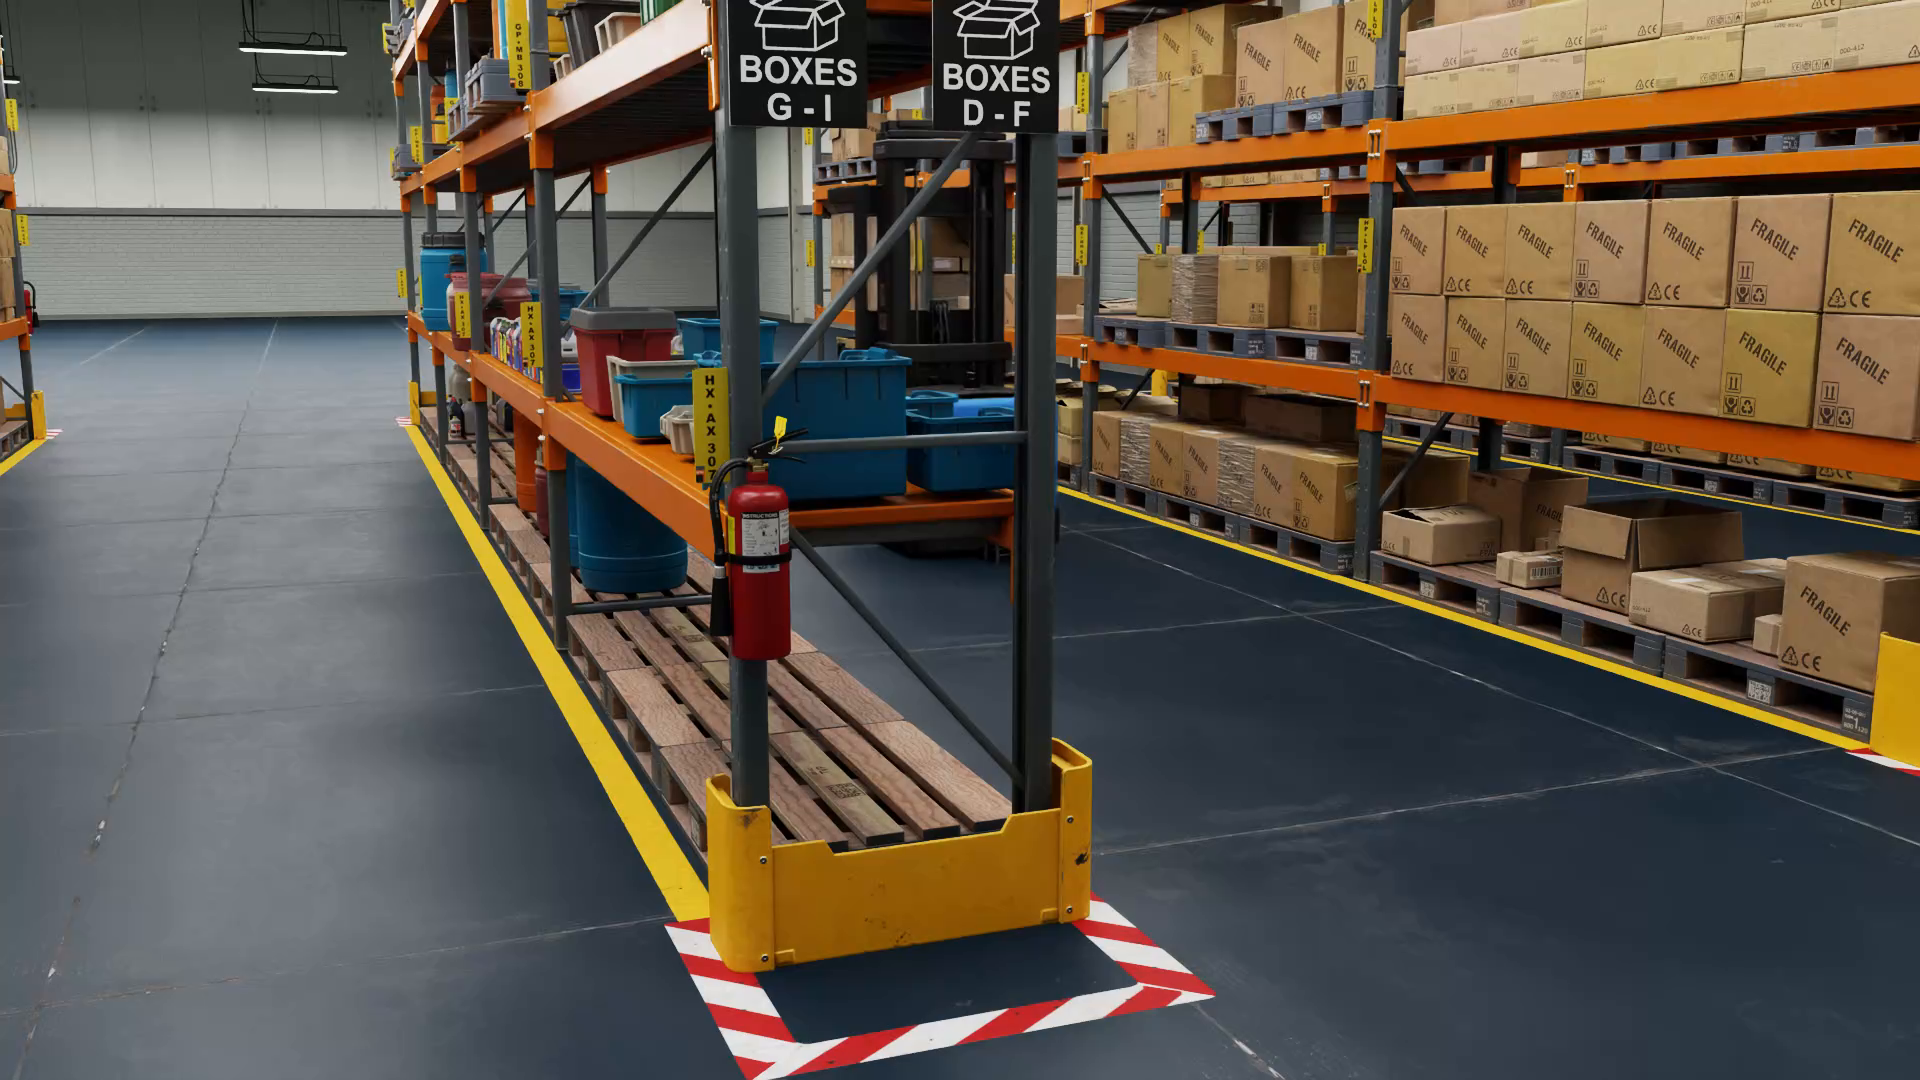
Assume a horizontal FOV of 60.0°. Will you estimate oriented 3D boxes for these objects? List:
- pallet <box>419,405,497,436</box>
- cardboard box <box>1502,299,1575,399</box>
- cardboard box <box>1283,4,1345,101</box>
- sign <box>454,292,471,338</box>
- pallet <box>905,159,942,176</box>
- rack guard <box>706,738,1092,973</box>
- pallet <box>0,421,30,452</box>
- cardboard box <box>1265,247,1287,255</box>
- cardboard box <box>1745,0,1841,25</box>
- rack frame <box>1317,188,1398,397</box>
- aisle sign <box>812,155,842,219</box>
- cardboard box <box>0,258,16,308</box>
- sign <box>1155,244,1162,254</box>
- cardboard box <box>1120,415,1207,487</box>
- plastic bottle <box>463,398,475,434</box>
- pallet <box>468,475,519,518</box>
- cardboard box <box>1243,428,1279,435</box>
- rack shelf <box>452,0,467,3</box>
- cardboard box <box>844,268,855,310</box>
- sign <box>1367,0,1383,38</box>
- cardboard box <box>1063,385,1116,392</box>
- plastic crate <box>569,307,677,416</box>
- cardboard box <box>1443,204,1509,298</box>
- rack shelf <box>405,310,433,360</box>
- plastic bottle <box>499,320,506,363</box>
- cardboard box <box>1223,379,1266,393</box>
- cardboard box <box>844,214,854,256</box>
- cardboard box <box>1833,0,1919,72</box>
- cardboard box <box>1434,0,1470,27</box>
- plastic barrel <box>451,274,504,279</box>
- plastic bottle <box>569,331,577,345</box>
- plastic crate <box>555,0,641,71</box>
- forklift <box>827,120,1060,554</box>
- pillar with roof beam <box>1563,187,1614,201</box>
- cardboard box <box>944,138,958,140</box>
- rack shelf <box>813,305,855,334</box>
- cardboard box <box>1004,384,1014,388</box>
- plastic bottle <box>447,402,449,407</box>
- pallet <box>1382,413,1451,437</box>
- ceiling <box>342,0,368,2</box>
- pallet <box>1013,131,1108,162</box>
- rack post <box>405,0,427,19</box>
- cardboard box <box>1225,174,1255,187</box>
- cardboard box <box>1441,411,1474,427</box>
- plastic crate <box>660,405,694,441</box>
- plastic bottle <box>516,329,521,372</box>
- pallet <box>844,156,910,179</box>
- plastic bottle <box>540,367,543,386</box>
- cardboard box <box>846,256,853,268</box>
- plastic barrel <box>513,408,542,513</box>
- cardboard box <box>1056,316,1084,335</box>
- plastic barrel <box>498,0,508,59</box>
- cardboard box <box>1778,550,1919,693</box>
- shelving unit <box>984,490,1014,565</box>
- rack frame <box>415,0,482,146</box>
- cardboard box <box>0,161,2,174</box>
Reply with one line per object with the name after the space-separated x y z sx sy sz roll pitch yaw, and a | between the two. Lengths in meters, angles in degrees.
-5.634 -1.378 19.063 1.003 0.211 1.213 -4 11 -21 | pallet
3.270 -1.032 8.869 0.500 0.500 0.500 -4 11 -21 | cardboard box
2.594 -3.225 11.148 0.600 0.600 0.600 -4 11 -22 | cardboard box
-3.606 -1.631 12.061 0.100 0.325 0.005 -4 11 -21 | sign
-0.261 -4.125 18.231 1.003 0.211 1.213 -4 11 -21 | pallet
-0.176 0.952 5.138 1.175 0.500 0.348 -4 11 -21 | rack guard
-10.323 -1.059 17.268 1.003 0.211 1.213 -4 11 -21 | pallet
4.042 -3.313 20.208 0.500 0.500 0.500 -4 11 -21 | cardboard box
3.815 -2.393 7.246 0.500 0.250 0.500 -4 11 -21 | cardboard box
4.688 -2.869 19.483 1.000 3.000 0.127 -4 11 -21 | rack frame
-1.687 -4.478 21.106 0.394 0.787 0.004 -4 11 -21 | aisle sign
-10.145 -2.609 16.886 0.875 0.500 0.500 -4 11 -21 | cardboard box
2.733 -3.913 22.884 0.100 0.325 0.005 -4 11 -21 | sign
1.615 -0.709 13.224 0.500 0.500 0.500 -4 11 -23 | cardboard box
-4.913 -1.248 16.681 0.144 0.351 0.185 -4 11 -21 | plastic bottle
-3.341 -0.343 13.247 1.003 0.211 1.213 -4 11 -21 | pallet
2.463 -0.579 12.493 0.500 0.500 0.500 -4 11 -23 | cardboard box
-2.372 -3.663 10.015 1.077 0.370 4.000 -4 11 -21 | rack shelf
-1.025 -3.094 20.461 0.700 0.500 0.500 -4 11 -19 | cardboard box
2.455 -3.137 9.827 0.100 0.325 0.005 -4 11 -21 | sign
1.225 -1.303 15.730 0.500 0.311 0.500 -4 11 -22 | cardboard box
-1.557 -0.834 7.688 0.402 0.464 0.583 -4 11 -21 | plastic crate
3.067 -1.611 9.269 0.500 0.500 0.500 -4 11 -23 | cardboard box
-5.271 -2.212 17.847 1.077 0.370 4.000 -4 11 -21 | rack shelf
-3.067 -1.338 11.212 0.061 0.283 0.133 -4 11 -21 | plastic bottle
3.831 -2.173 21.453 0.700 0.500 0.500 -5 11 -24 | cardboard box
-1.005 -3.724 20.298 0.700 0.500 0.500 -4 11 -22 | cardboard box
3.989 -2.065 6.828 0.500 0.250 0.500 -4 11 -21 | cardboard box
3.183 -3.189 9.580 0.700 0.500 0.500 -4 11 -21 | cardboard box
-4.138 -2.017 14.307 0.433 0.535 0.433 0 10 0 | plastic barrel
-2.150 -1.048 9.390 0.144 0.351 0.185 -4 11 -21 | plastic bottle
-1.452 -2.127 7.118 0.497 0.269 0.590 -4 11 -21 | plastic crate
-0.327 -1.565 12.349 1.130 2.935 3.031 -4 11 -21 | forklift
2.460 -5.163 15.253 9.100 9.000 0.400 -4 11 -21 | pillar with roof beam
0.136 -4.454 17.948 0.500 0.500 0.500 -3 11 -16 | cardboard box
-0.652 -2.526 19.610 1.077 0.370 4.000 -4 11 -21 | rack shelf
0.548 -1.349 15.989 0.500 0.311 0.500 -4 11 -19 | cardboard box
-5.215 -1.261 16.947 0.061 0.283 0.133 -3 11 -17 | plastic bottle
4.971 -1.369 19.013 1.003 0.211 1.213 -4 11 -21 | pallet
-18.858 -14.905 44.322 6.000 0.001 6.000 -4 11 -21 | ceiling
1.193 -3.390 14.386 1.213 0.211 1.003 -3 11 -18 | pallet
-5.264 -5.495 17.333 0.937 0.300 0.954 -4 11 -22 | rack post
3.694 -4.727 21.020 0.500 0.500 0.500 -3 11 -17 | cardboard box
5.543 -1.487 17.595 0.700 0.500 0.500 -4 11 -21 | cardboard box
-1.001 -0.442 6.421 0.298 0.136 0.250 -4 11 -21 | plastic crate
-2.684 -1.219 10.349 0.144 0.351 0.185 -4 11 -21 | plastic bottle
-0.699 -4.323 19.348 1.003 0.211 1.213 -4 11 -21 | pallet
-2.285 -1.039 9.338 0.144 0.351 0.185 -4 11 -21 | plastic bottle
-1.159 -3.373 20.177 0.380 0.149 0.250 -4 11 -22 | cardboard box
-2.903 -0.647 11.988 0.600 0.830 0.708 -4 11 -21 | plastic barrel
0.938 -1.907 14.790 0.380 0.149 0.250 -4 11 -21 | cardboard box
-2.408 -3.134 9.776 0.600 0.901 0.708 -4 11 -21 | plastic barrel
3.994 0.346 7.292 0.500 0.500 0.500 -4 11 -21 | cardboard box
0.312 -0.304 11.057 0.258 0.900 0.210 -4 11 -21 | shelving unit
-4.546 -5.194 15.423 1.000 3.000 0.127 -4 11 -21 | rack frame
-10.016 -3.838 16.793 0.500 0.250 0.500 -4 11 -21 | cardboard box
